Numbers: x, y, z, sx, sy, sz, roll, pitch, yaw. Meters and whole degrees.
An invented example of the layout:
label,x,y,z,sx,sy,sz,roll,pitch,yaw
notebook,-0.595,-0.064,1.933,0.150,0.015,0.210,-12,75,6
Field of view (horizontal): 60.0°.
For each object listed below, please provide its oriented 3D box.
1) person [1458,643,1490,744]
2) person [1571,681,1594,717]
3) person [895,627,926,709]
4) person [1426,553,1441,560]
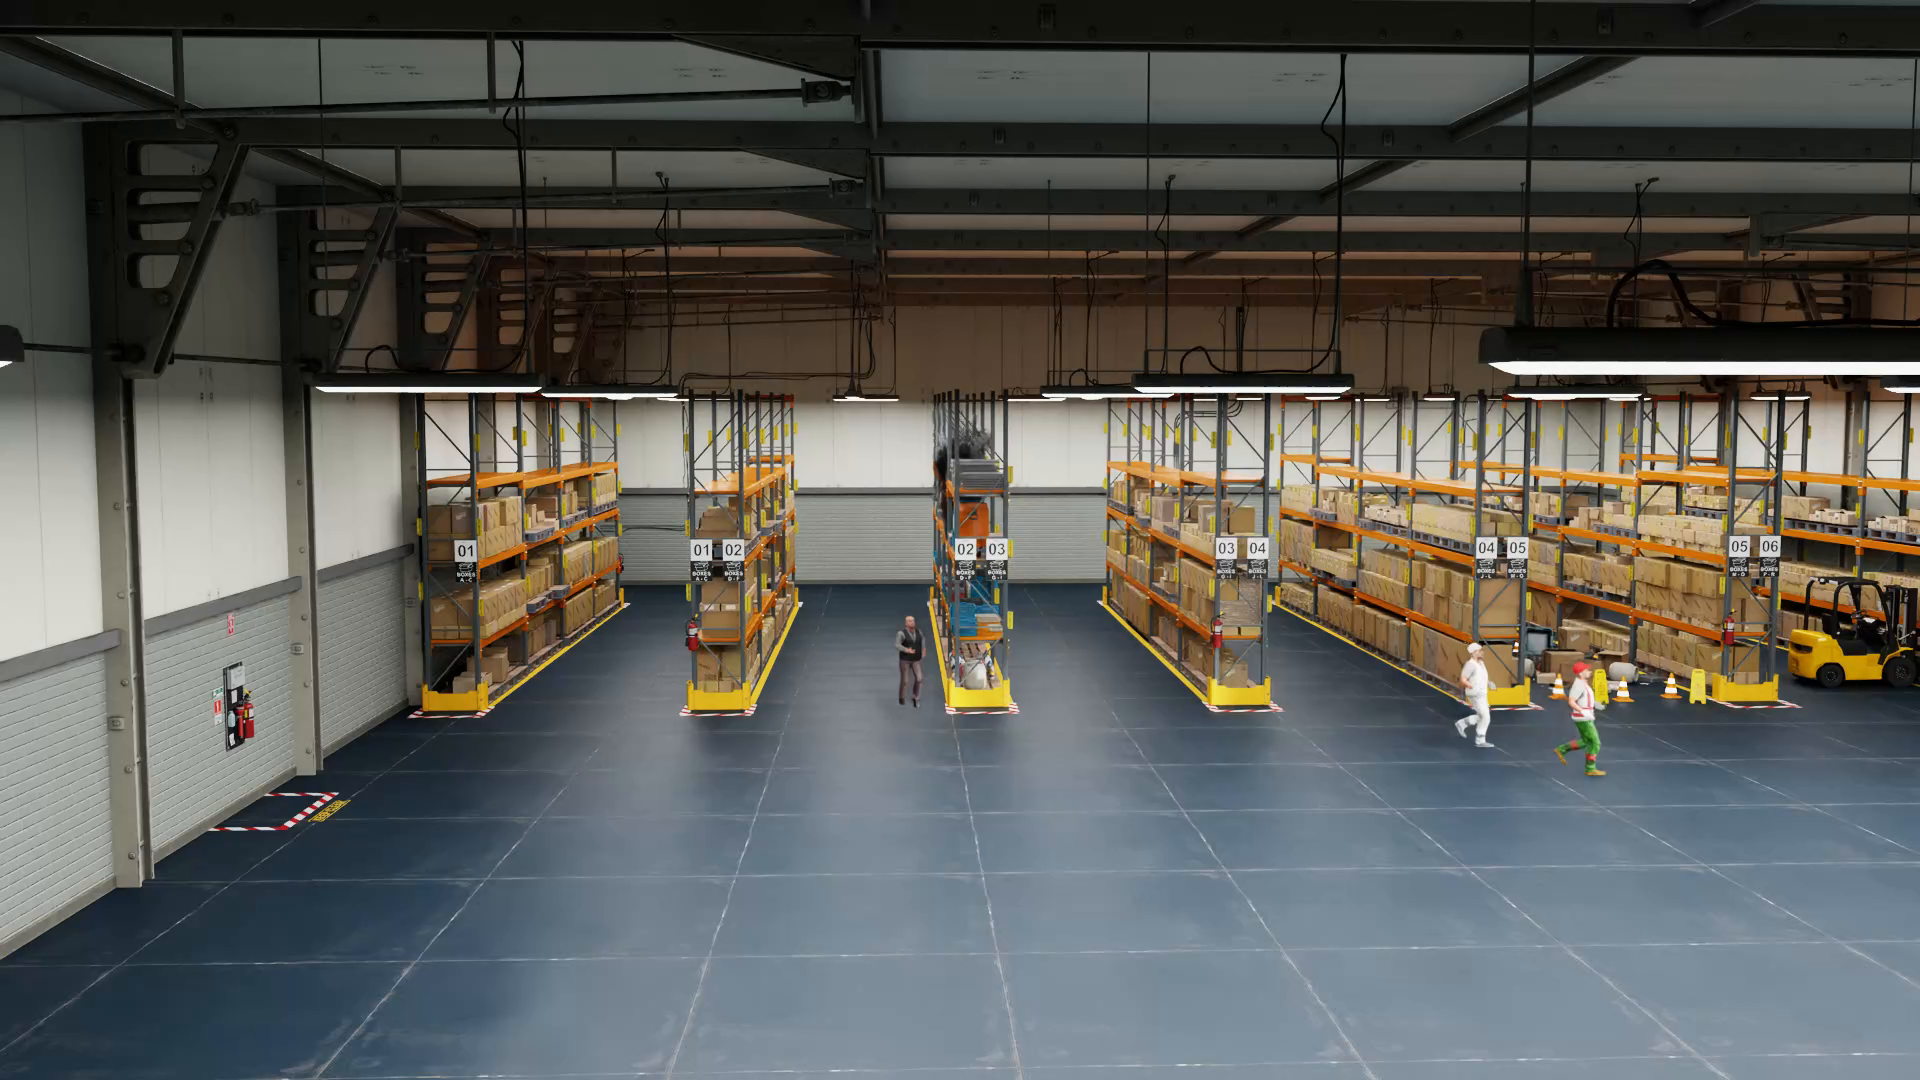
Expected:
label,x,y,z,sx,sy,sz,roll,pitch,yaw
person,8.599,2.557,27.803,0.603,1.683,0.430,4,6,37
person,9.613,2.433,25.657,0.316,0.555,0.409,2,5,26
person,-0.927,2.411,31.380,0.685,1.579,0.635,-2,5,-22
person,13.989,0.442,49.317,0.480,0.919,0.762,1,5,13
